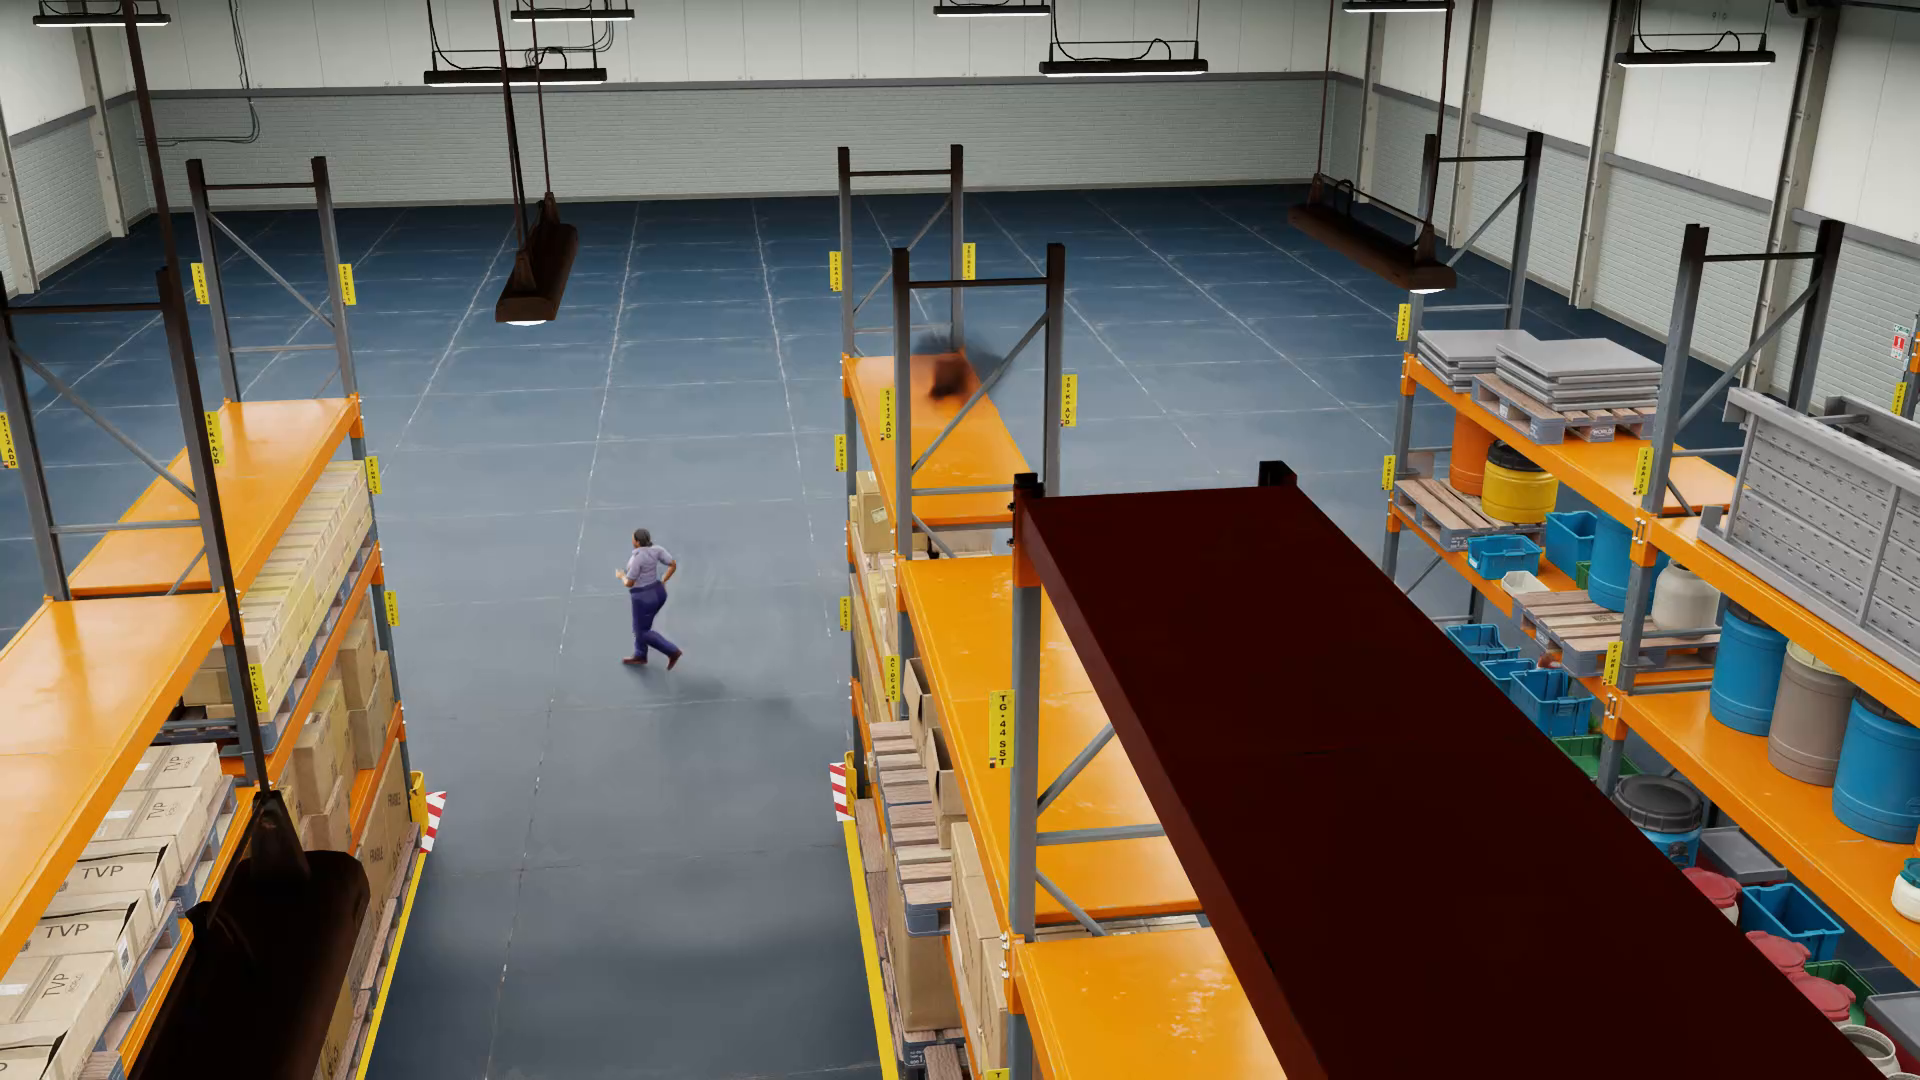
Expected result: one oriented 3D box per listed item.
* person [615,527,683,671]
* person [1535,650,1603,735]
[{"bbox_3d":[-3.325,0.676,17.815,0.837,1.538,0.610,10,24,23],"label":"person"},{"bbox_3d":[5.806,1.253,16.102,0.725,1.754,0.791,-16,27,-35],"label":"person"}]
